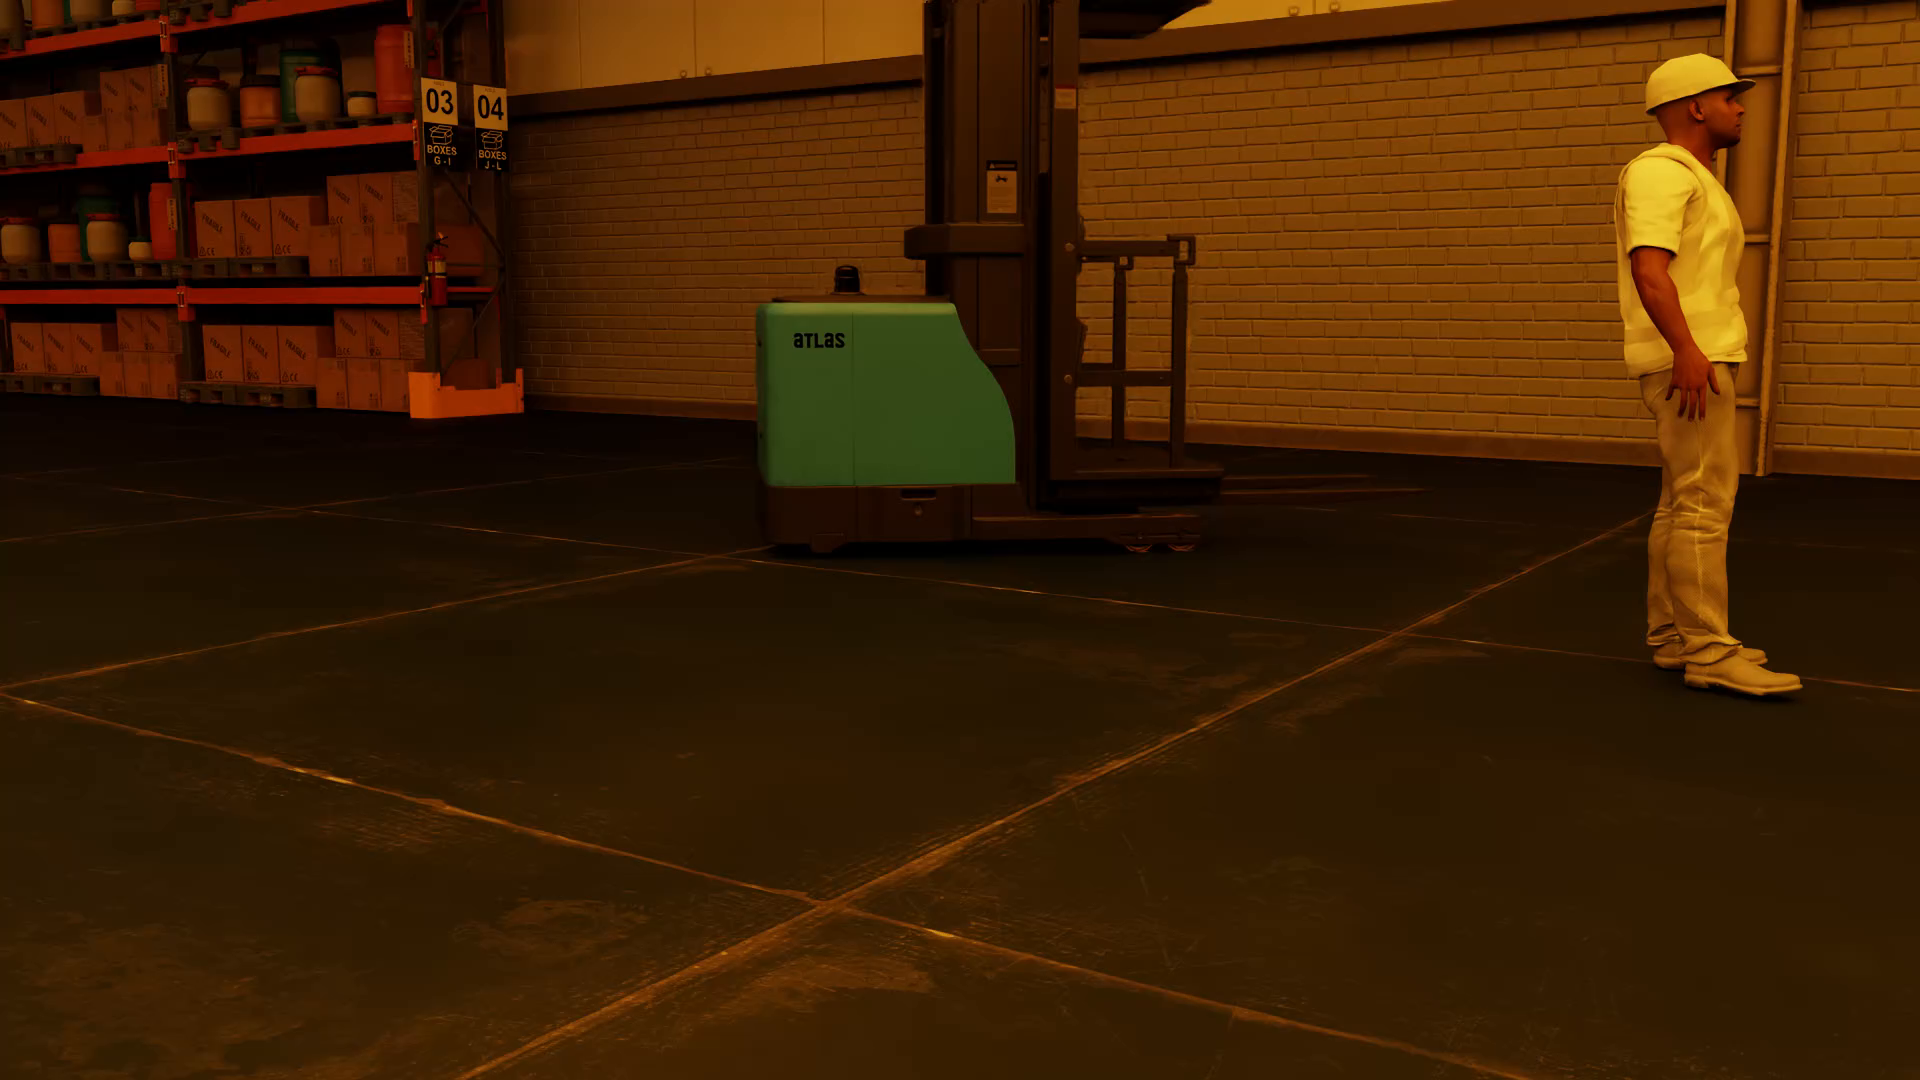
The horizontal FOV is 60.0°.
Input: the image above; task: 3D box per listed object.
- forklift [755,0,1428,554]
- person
[{"bbox_3d":[0.599,-1.468,7.517,3.031,2.935,1.130,-1,8,-9],"label":"forklift"},{"bbox_3d":[2.165,-0.494,4.751,0.576,1.766,0.665,5,9,30],"label":"person"}]
